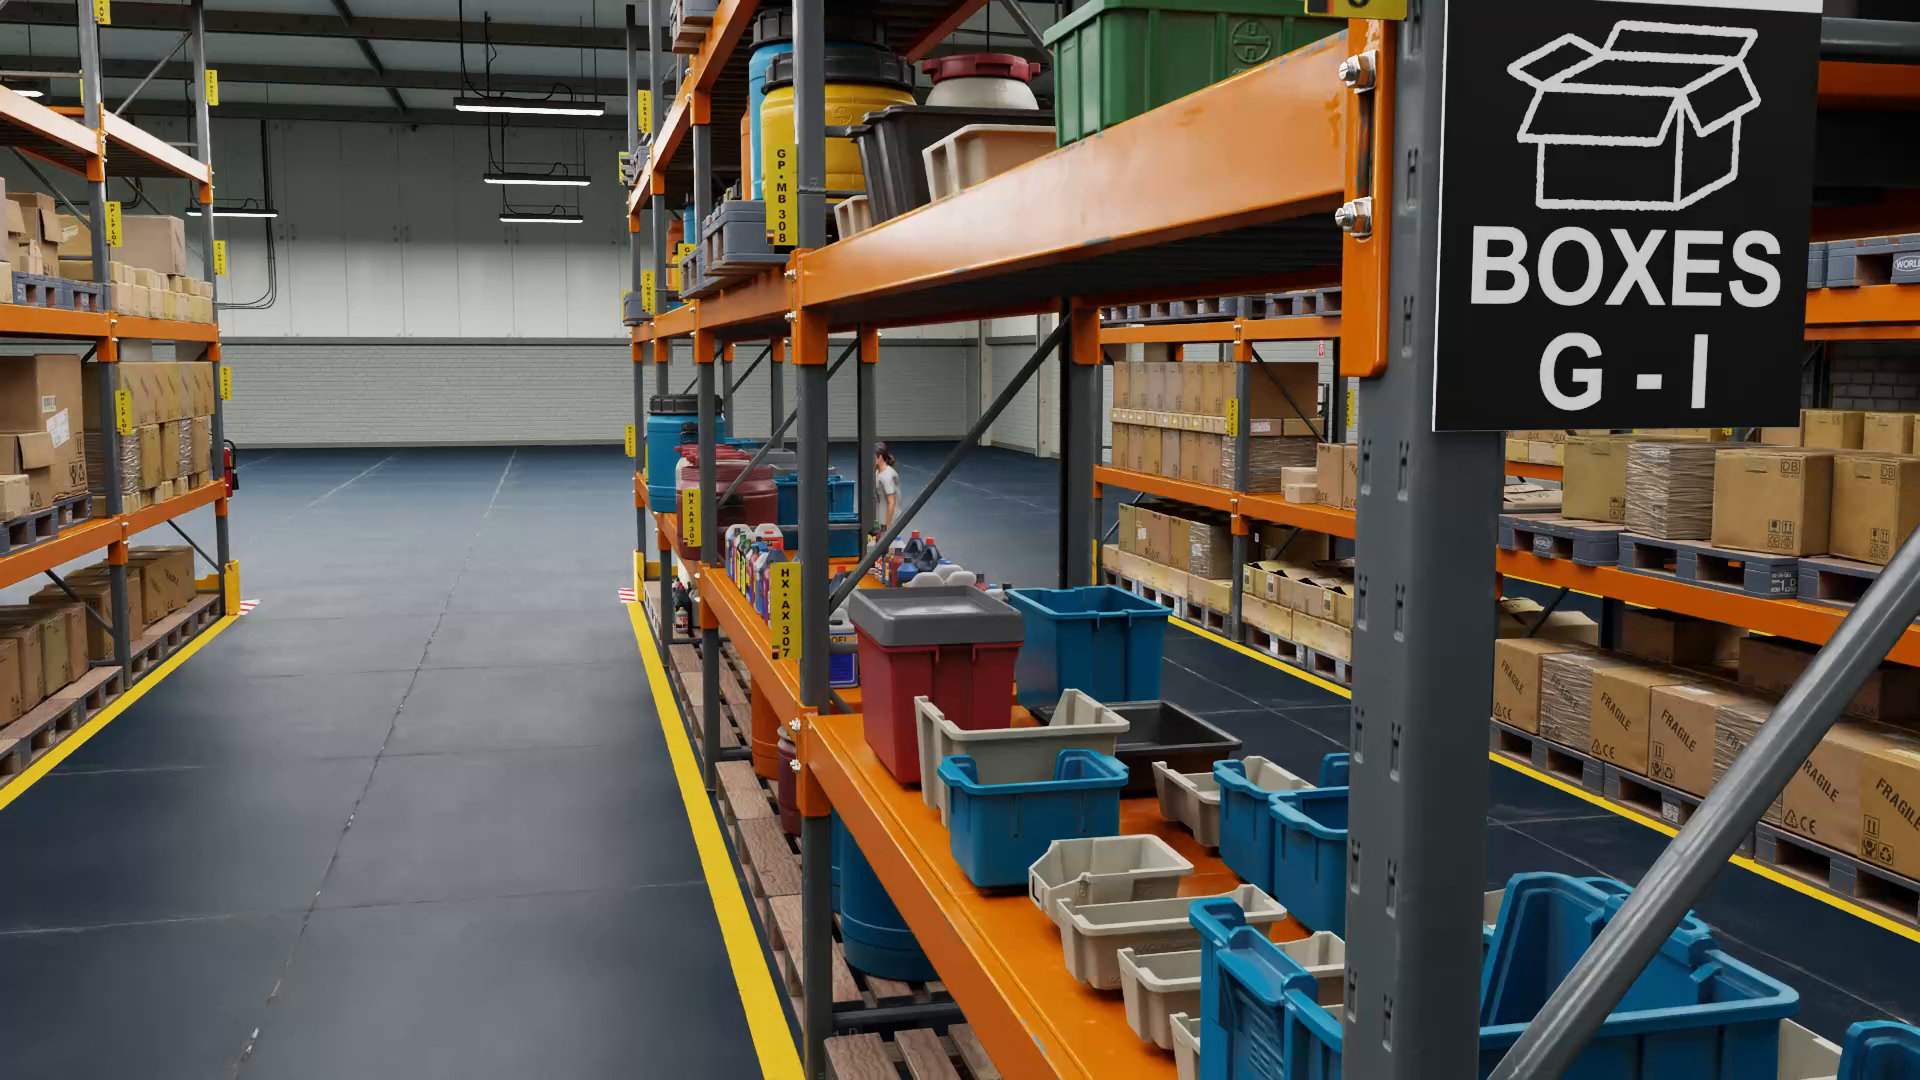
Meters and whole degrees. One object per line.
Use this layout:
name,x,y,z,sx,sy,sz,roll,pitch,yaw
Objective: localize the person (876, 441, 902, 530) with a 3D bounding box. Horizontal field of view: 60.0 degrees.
person,-0.755,-0.140,16.433,0.353,1.673,0.492,-2,6,-14
